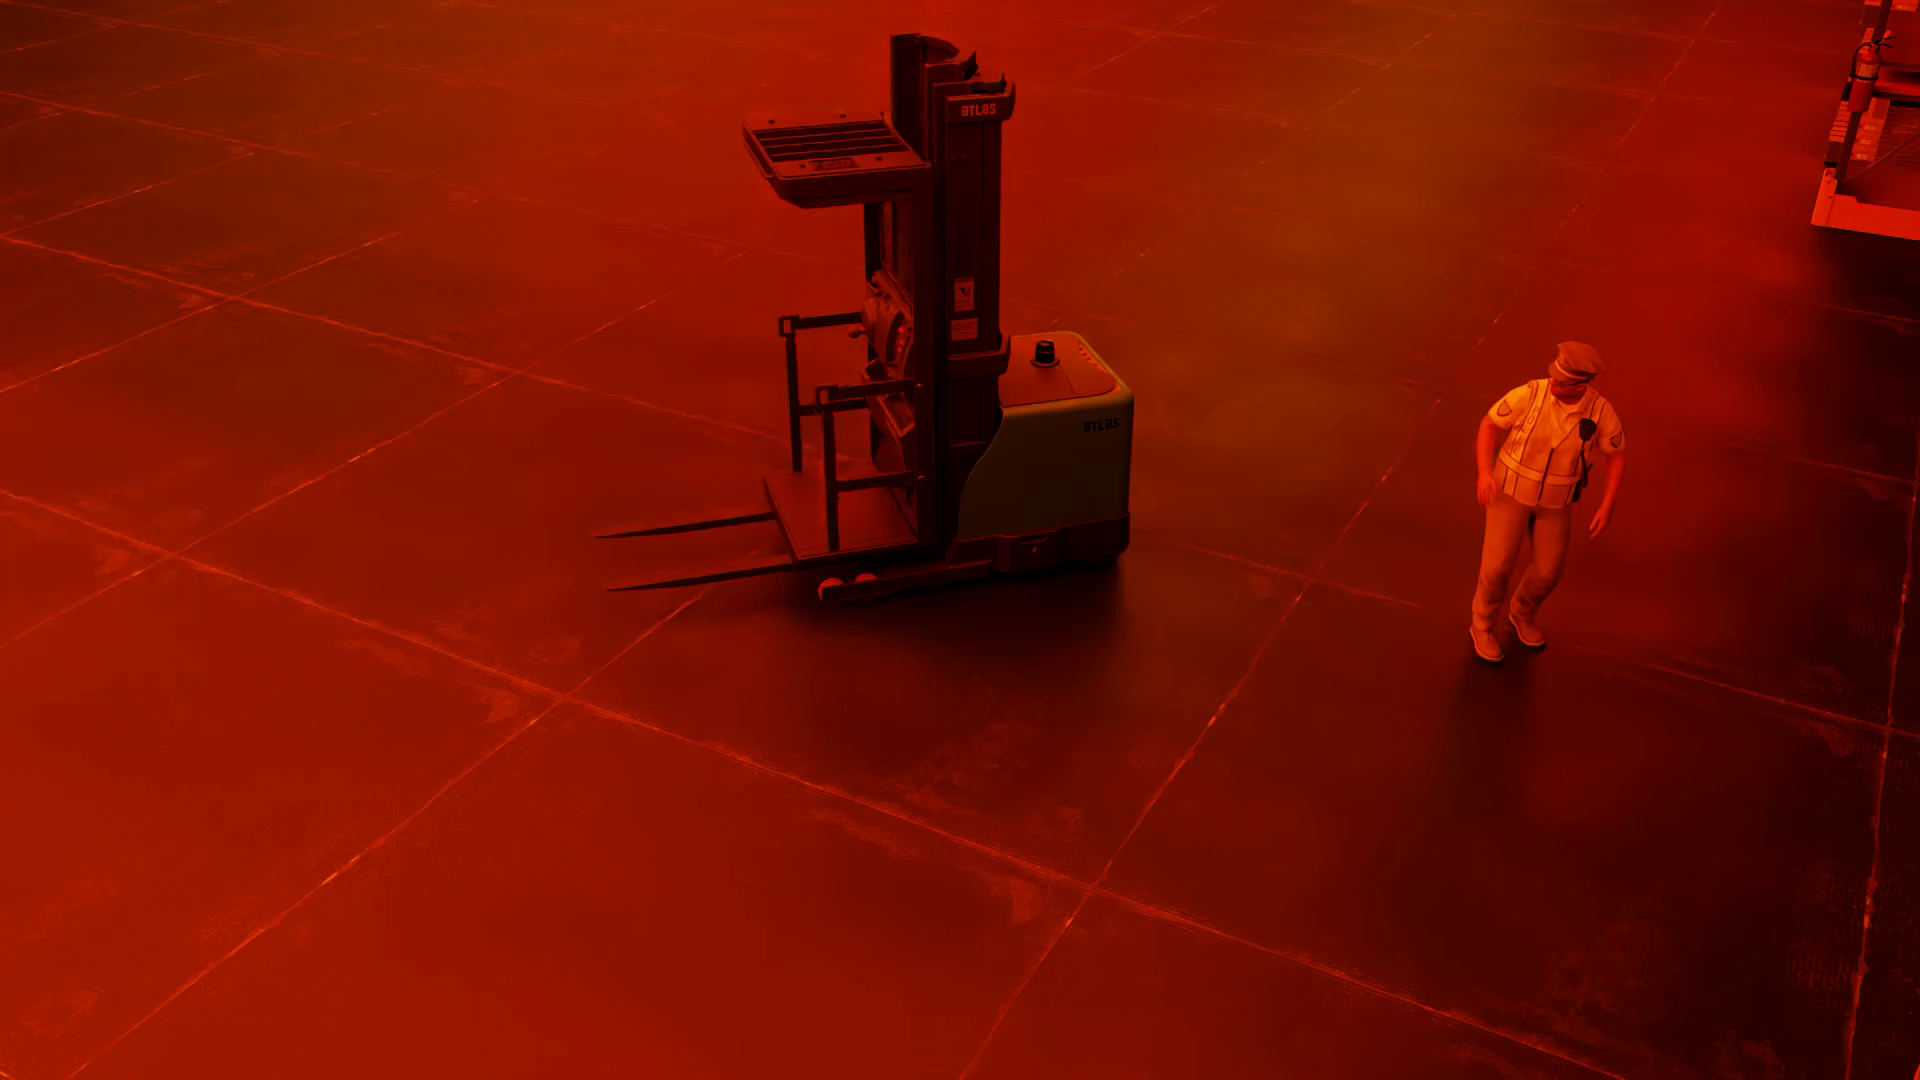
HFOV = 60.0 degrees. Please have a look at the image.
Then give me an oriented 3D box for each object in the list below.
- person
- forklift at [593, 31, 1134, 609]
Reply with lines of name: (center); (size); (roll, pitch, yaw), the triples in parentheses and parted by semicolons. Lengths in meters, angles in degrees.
person: (3.041, -0.202, 8.629); (0.733, 1.731, 0.532); (4, 30, 7)
forklift: (-0.584, -1.180, 9.115); (3.031, 2.935, 1.130); (-8, 31, -14)
